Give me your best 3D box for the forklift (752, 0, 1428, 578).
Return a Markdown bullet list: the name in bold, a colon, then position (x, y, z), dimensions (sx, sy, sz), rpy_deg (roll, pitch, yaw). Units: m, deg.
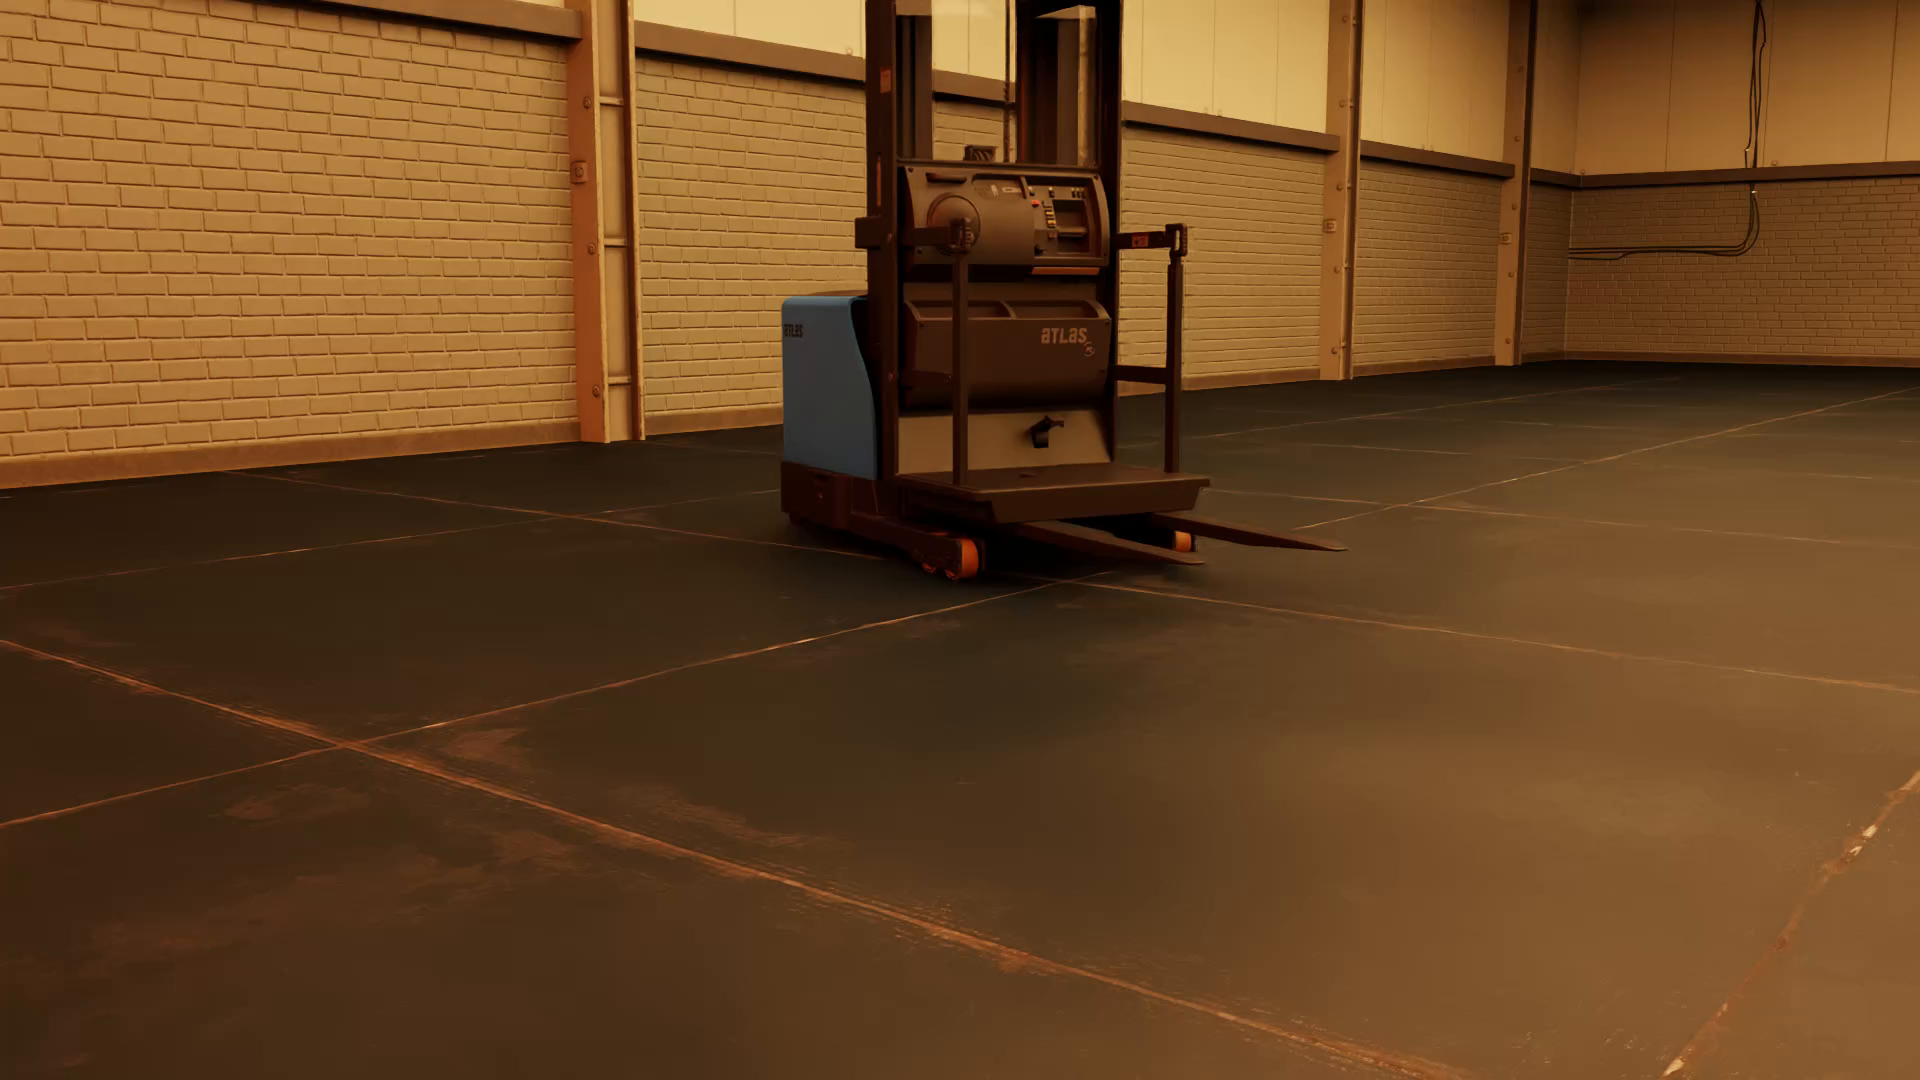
- **forklift**: position (0.426, -1.387, 6.760), dimensions (1.130, 2.935, 3.031), rpy_deg (-8, 11, -43)
